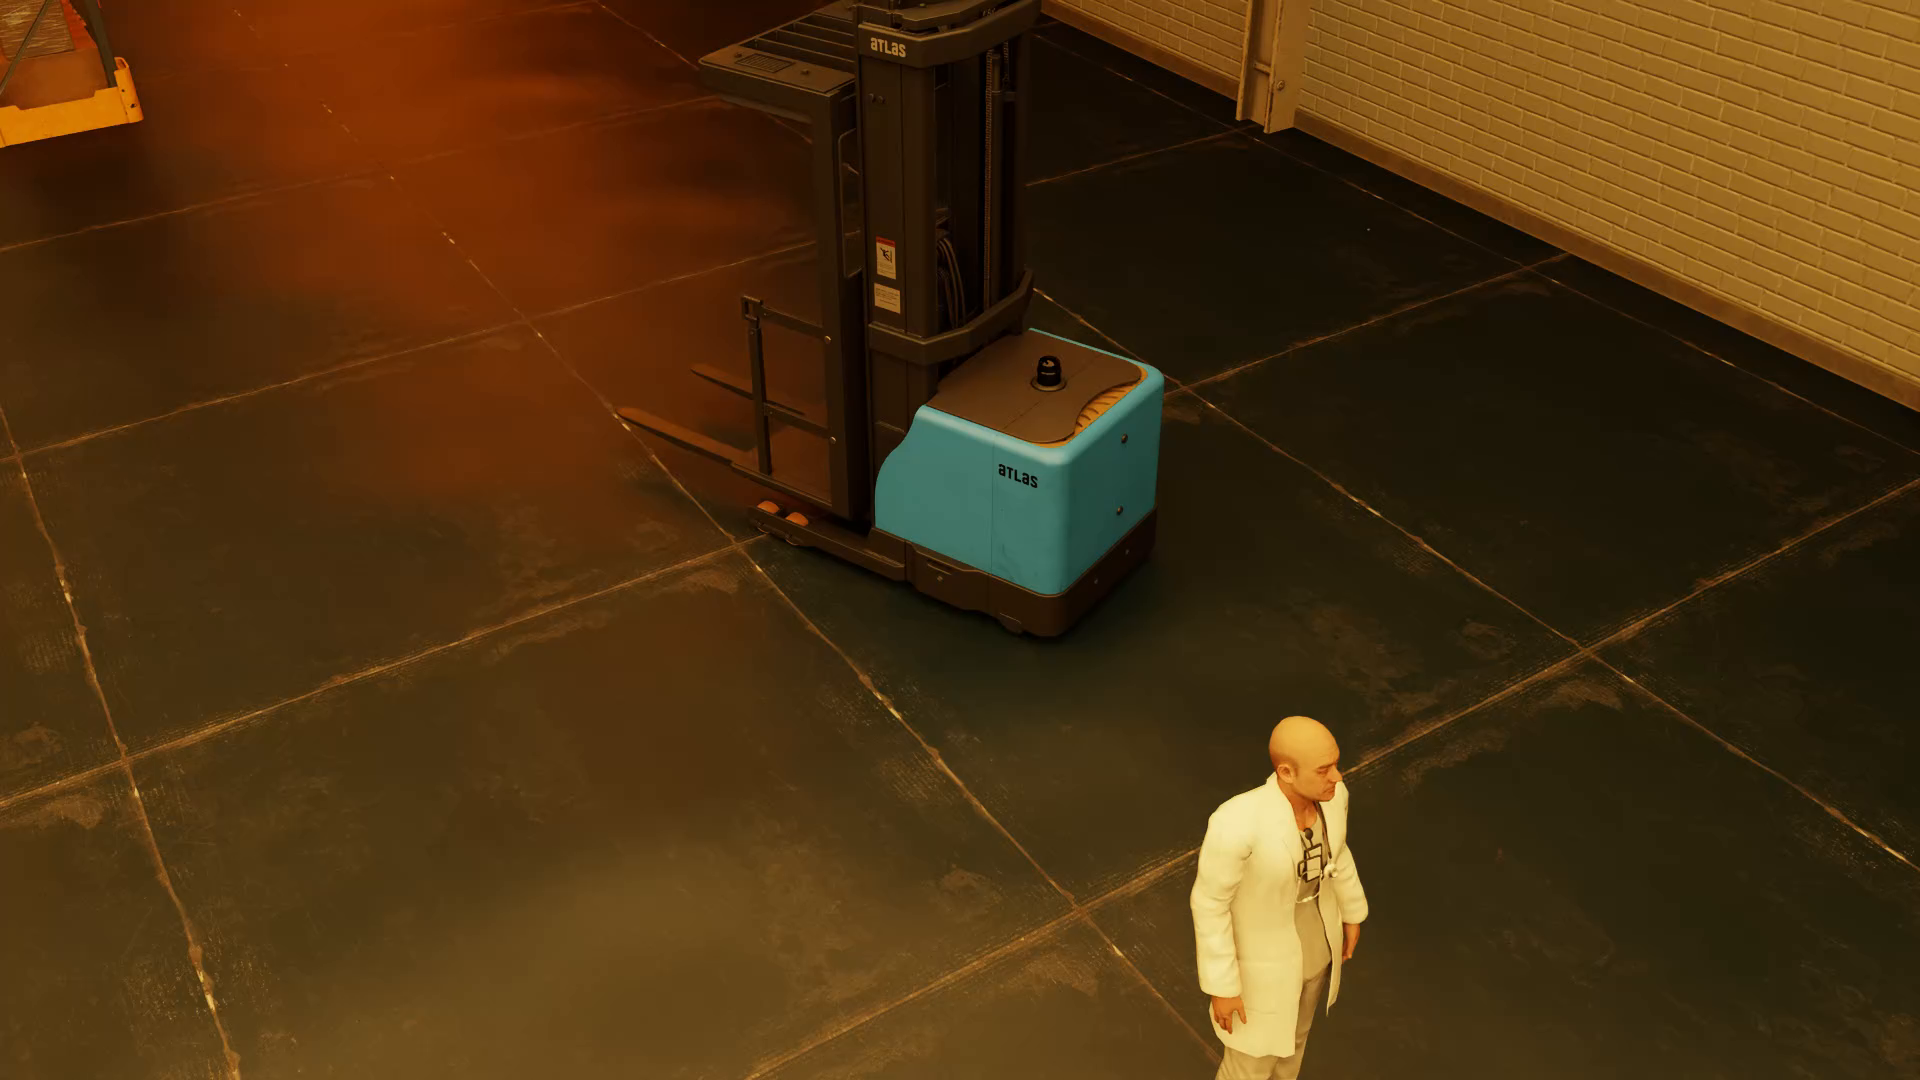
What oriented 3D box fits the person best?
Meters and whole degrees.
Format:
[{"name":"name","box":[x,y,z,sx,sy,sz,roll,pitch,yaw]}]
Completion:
[{"name":"person","box":[1.070,1.349,5.217,0.698,1.778,0.579,-24,41,-30]}]

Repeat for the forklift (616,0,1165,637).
[{"name":"forklift","box":[-0.500,-1.399,8.138,3.031,2.935,1.130,22,41,28]}]
